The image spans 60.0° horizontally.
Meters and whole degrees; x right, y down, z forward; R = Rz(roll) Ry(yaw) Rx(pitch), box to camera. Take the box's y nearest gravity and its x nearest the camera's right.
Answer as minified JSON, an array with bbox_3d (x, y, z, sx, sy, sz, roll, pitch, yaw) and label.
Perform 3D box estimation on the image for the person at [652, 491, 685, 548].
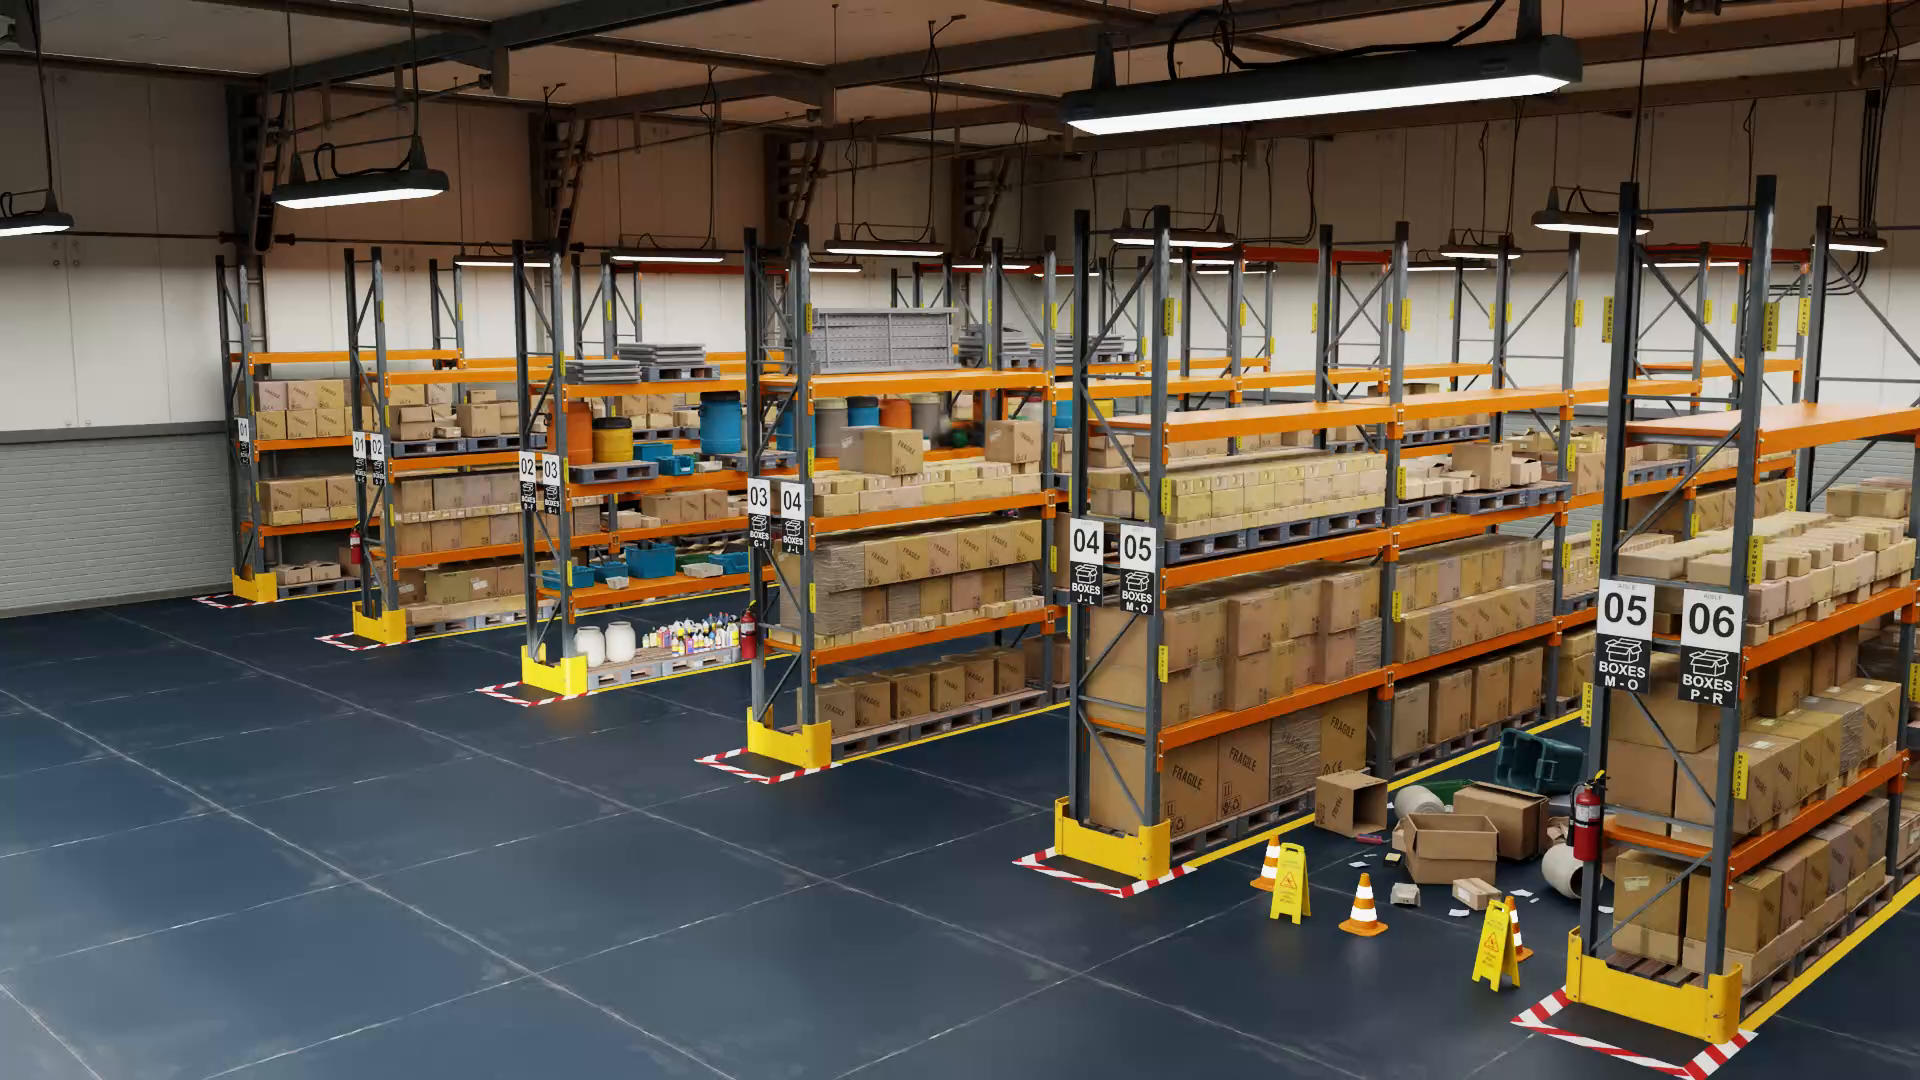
[{"bbox_3d":[-5.670,-0.296,32.724,0.635,1.391,0.795,7,11,41],"label":"person"}]
